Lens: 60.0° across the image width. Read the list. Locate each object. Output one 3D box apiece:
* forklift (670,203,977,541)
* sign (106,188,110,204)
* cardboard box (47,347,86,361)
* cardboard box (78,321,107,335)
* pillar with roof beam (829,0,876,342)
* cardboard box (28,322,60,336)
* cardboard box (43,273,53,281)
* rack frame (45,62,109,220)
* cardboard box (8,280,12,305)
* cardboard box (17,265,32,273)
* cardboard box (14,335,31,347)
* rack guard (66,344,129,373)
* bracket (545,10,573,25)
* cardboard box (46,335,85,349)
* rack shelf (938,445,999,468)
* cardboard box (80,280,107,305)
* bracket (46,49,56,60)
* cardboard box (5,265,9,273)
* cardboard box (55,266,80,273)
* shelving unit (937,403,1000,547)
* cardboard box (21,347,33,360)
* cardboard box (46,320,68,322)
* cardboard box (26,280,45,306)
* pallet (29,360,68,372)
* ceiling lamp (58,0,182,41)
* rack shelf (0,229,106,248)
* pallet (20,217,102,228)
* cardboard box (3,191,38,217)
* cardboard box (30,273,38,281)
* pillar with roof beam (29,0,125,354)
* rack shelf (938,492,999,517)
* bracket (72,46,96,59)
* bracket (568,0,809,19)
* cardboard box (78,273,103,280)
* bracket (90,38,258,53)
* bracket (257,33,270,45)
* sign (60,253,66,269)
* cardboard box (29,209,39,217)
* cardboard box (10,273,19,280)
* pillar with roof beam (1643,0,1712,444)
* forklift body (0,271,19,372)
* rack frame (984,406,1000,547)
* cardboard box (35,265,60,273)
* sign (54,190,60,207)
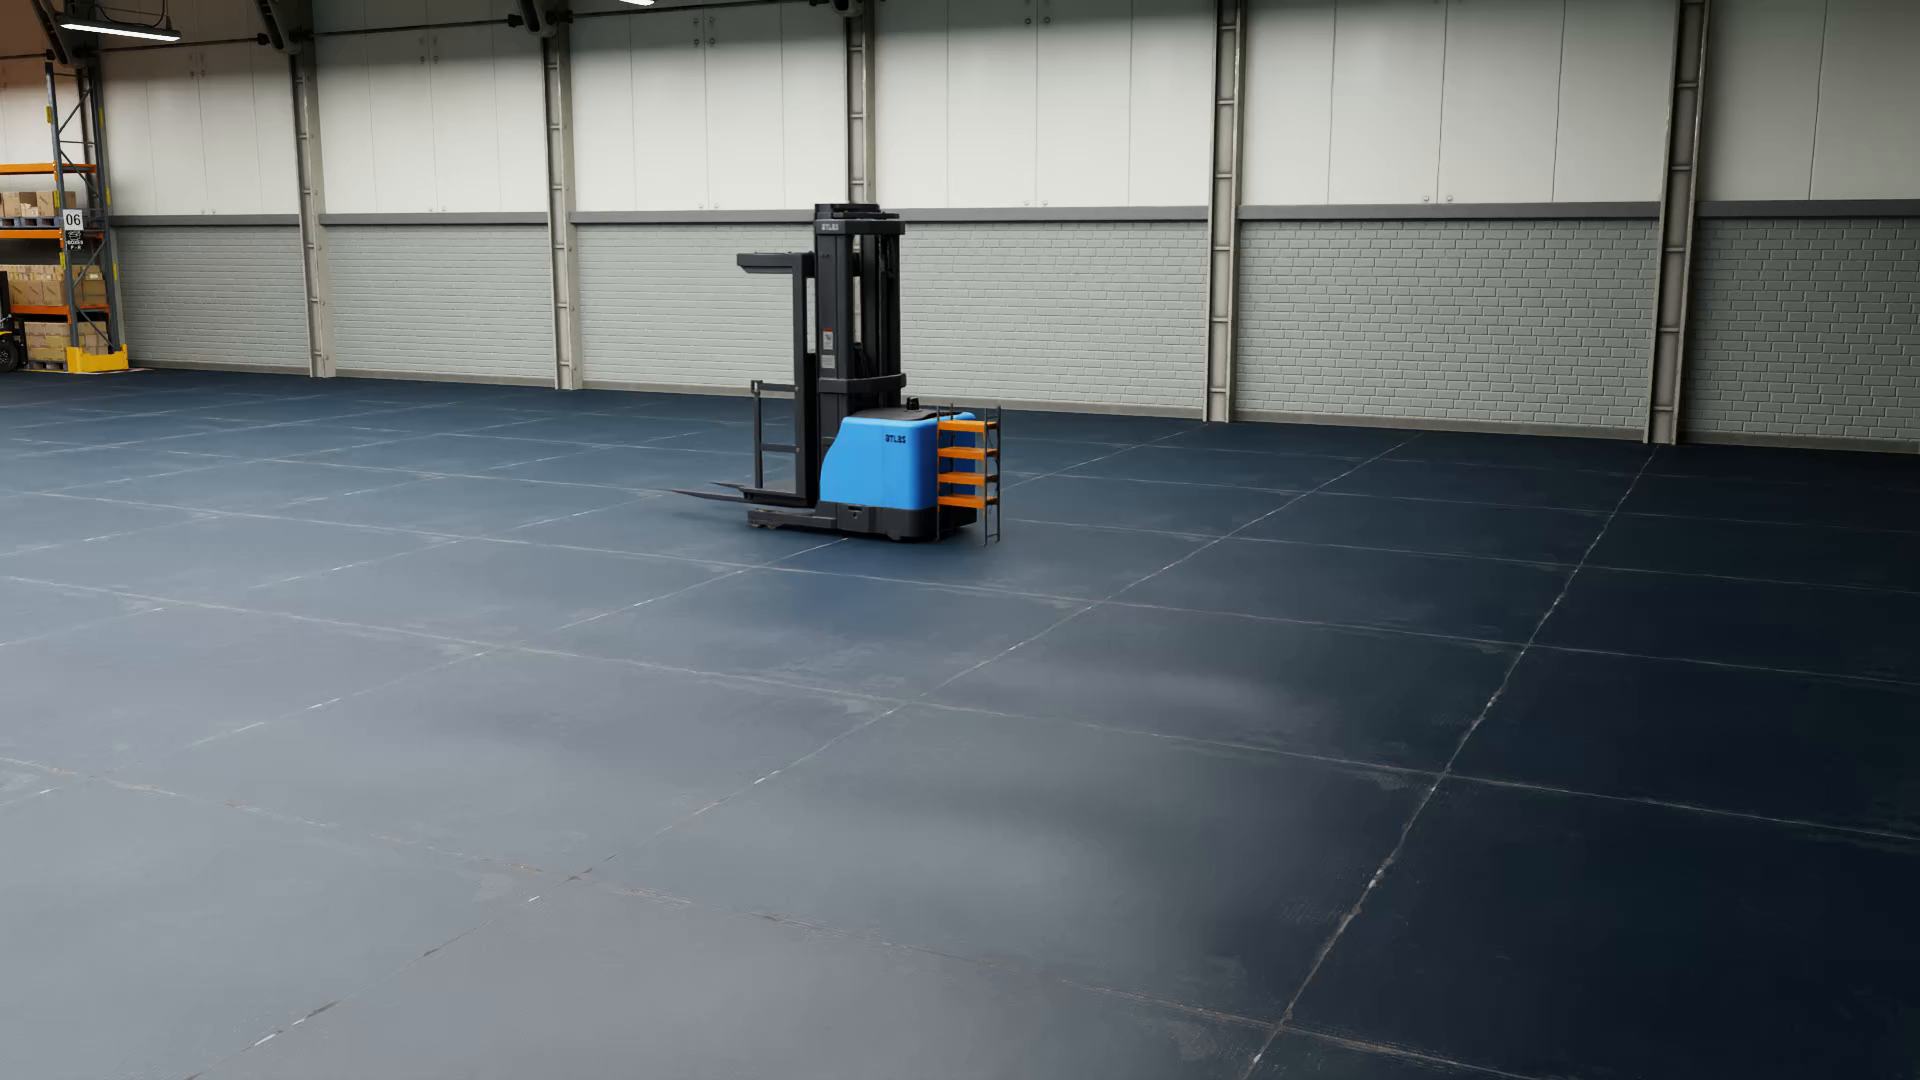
[{"bbox_3d":[-1.363,-1.612,15.409,3.031,2.935,1.130,6,12,32],"label":"forklift"},{"bbox_3d":[-17.246,-6.953,33.628,0.005,0.325,0.100,5,11,26],"label":"sign"},{"bbox_3d":[-18.058,-3.760,33.627,0.500,0.250,0.500,5,11,26],"label":"cardboard box"},{"bbox_3d":[-17.844,-4.334,33.988,0.500,0.250,0.500,5,11,25],"label":"cardboard box"},{"bbox_3d":[-3.485,-5.965,22.422,0.548,9.000,9.100,5,11,26],"label":"pillar with roof beam"},{"bbox_3d":[-18.508,-4.292,33.754,0.500,0.250,0.500,5,12,27],"label":"cardboard box"},{"bbox_3d":[-18.174,-5.287,33.415,0.250,0.149,0.380,5,12,27],"label":"cardboard box"},{"bbox_3d":[-17.497,-7.872,32.959,0.127,3.000,1.000,5,11,26],"label":"rack frame"},{"bbox_3d":[-19.431,-5.087,34.133,0.500,0.500,0.500,5,11,26],"label":"cardboard box"},{"bbox_3d":[-18.866,-5.495,33.730,0.250,0.149,0.380,5,12,27],"label":"cardboard box"},{"bbox_3d":[-18.989,-4.087,34.026,0.500,0.250,0.500,5,11,25],"label":"cardboard box"},{"bbox_3d":[-17.475,-3.688,33.706,0.348,0.500,1.175,5,11,26],"label":"rack guard"},{"bbox_3d":[-6.746,-8.807,28.018,0.430,0.232,0.235,5,11,26],"label":"bracket"},{"bbox_3d":[-18.072,-4.008,33.592,0.500,0.250,0.500,5,11,25],"label":"cardboard box"},{"bbox_3d":[0.074,-0.726,14.495,0.480,0.148,0.258,6,12,32],"label":"rack shelf"},{"bbox_3d":[-17.818,-5.053,33.945,0.500,0.500,0.500,5,12,28],"label":"cardboard box"},{"bbox_3d":[-18.252,-9.818,33.604,0.430,0.232,0.235,5,11,26],"label":"bracket"},{"bbox_3d":[-19.290,-5.549,34.033,0.250,0.149,0.380,5,11,27],"label":"cardboard box"},{"bbox_3d":[-17.911,-5.430,33.370,0.250,0.149,0.380,5,11,26],"label":"cardboard box"},{"bbox_3d":[0.074,-0.572,14.523,0.503,1.200,0.258,6,12,32],"label":"shelving unit"},{"bbox_3d":[-18.944,-3.842,34.077,0.500,0.250,0.500,5,11,26],"label":"cardboard box"},{"bbox_3d":[-18.738,-4.414,34.430,0.500,0.250,0.500,5,11,25],"label":"cardboard box"},{"bbox_3d":[-18.516,-5.009,33.701,0.500,0.500,0.500,5,12,28],"label":"cardboard box"},{"bbox_3d":[-18.201,-3.602,34.038,1.213,0.211,1.003,5,11,26],"label":"pallet"},{"bbox_3d":[-13.120,-9.596,26.092,0.800,3.185,2.000,5,11,26],"label":"ceiling lamp"},{"bbox_3d":[-19.290,-6.200,34.161,4.000,0.370,1.077,5,11,26],"label":"rack shelf"},{"bbox_3d":[-18.120,-6.413,33.565,1.213,0.211,1.003,5,11,26],"label":"pallet"},{"bbox_3d":[-18.876,-6.794,33.683,0.500,0.500,0.700,5,11,26],"label":"cardboard box"},{"bbox_3d":[-18.597,-5.338,33.700,0.250,0.149,0.380,5,11,25],"label":"cardboard box"},{"bbox_3d":[-19.627,-7.384,30.259,0.548,9.000,9.100,5,11,26],"label":"pillar with roof beam"},{"bbox_3d":[0.074,-0.311,14.570,0.480,0.148,0.258,6,12,32],"label":"rack shelf"},{"bbox_3d":[-17.507,-9.753,33.243,0.430,0.232,0.235,5,11,26],"label":"bracket"},{"bbox_3d":[-4.420,-8.603,26.889,4.783,0.066,0.076,5,11,26],"label":"bracket"},{"bbox_3d":[-17.686,-5.357,33.803,0.250,0.149,0.380,5,11,24],"label":"cardboard box"},{"bbox_3d":[-15.182,-9.549,32.114,4.783,0.066,0.076,5,11,26],"label":"bracket"},{"bbox_3d":[-12.871,-9.345,30.992,0.430,0.232,0.235,5,11,26],"label":"bracket"},{"bbox_3d":[-17.749,-5.521,32.896,0.005,0.325,0.100,5,11,26],"label":"sign"},{"bbox_3d":[-18.374,-6.545,33.295,0.250,0.149,0.380,5,11,24],"label":"cardboard box"},{"bbox_3d":[-19.093,-5.368,33.867,0.250,0.149,0.380,5,11,26],"label":"cardboard box"},{"bbox_3d":[7.276,-5.020,17.197,0.400,9.000,9.100,5,11,26],"label":"pillar with roof beam"},{"bbox_3d":[-20.005,-4.361,32.785,1.214,2.155,2.313,5,11,26],"label":"forklift body"},{"bbox_3d":[0.279,-0.549,14.394,0.015,1.200,0.240,6,12,32],"label":"rack frame"},{"bbox_3d":[-18.393,-5.460,33.540,0.250,0.149,0.380,5,12,27],"label":"cardboard box"},{"bbox_3d":[-17.749,-6.707,32.682,0.005,0.325,0.100,5,11,26],"label":"sign"}]
